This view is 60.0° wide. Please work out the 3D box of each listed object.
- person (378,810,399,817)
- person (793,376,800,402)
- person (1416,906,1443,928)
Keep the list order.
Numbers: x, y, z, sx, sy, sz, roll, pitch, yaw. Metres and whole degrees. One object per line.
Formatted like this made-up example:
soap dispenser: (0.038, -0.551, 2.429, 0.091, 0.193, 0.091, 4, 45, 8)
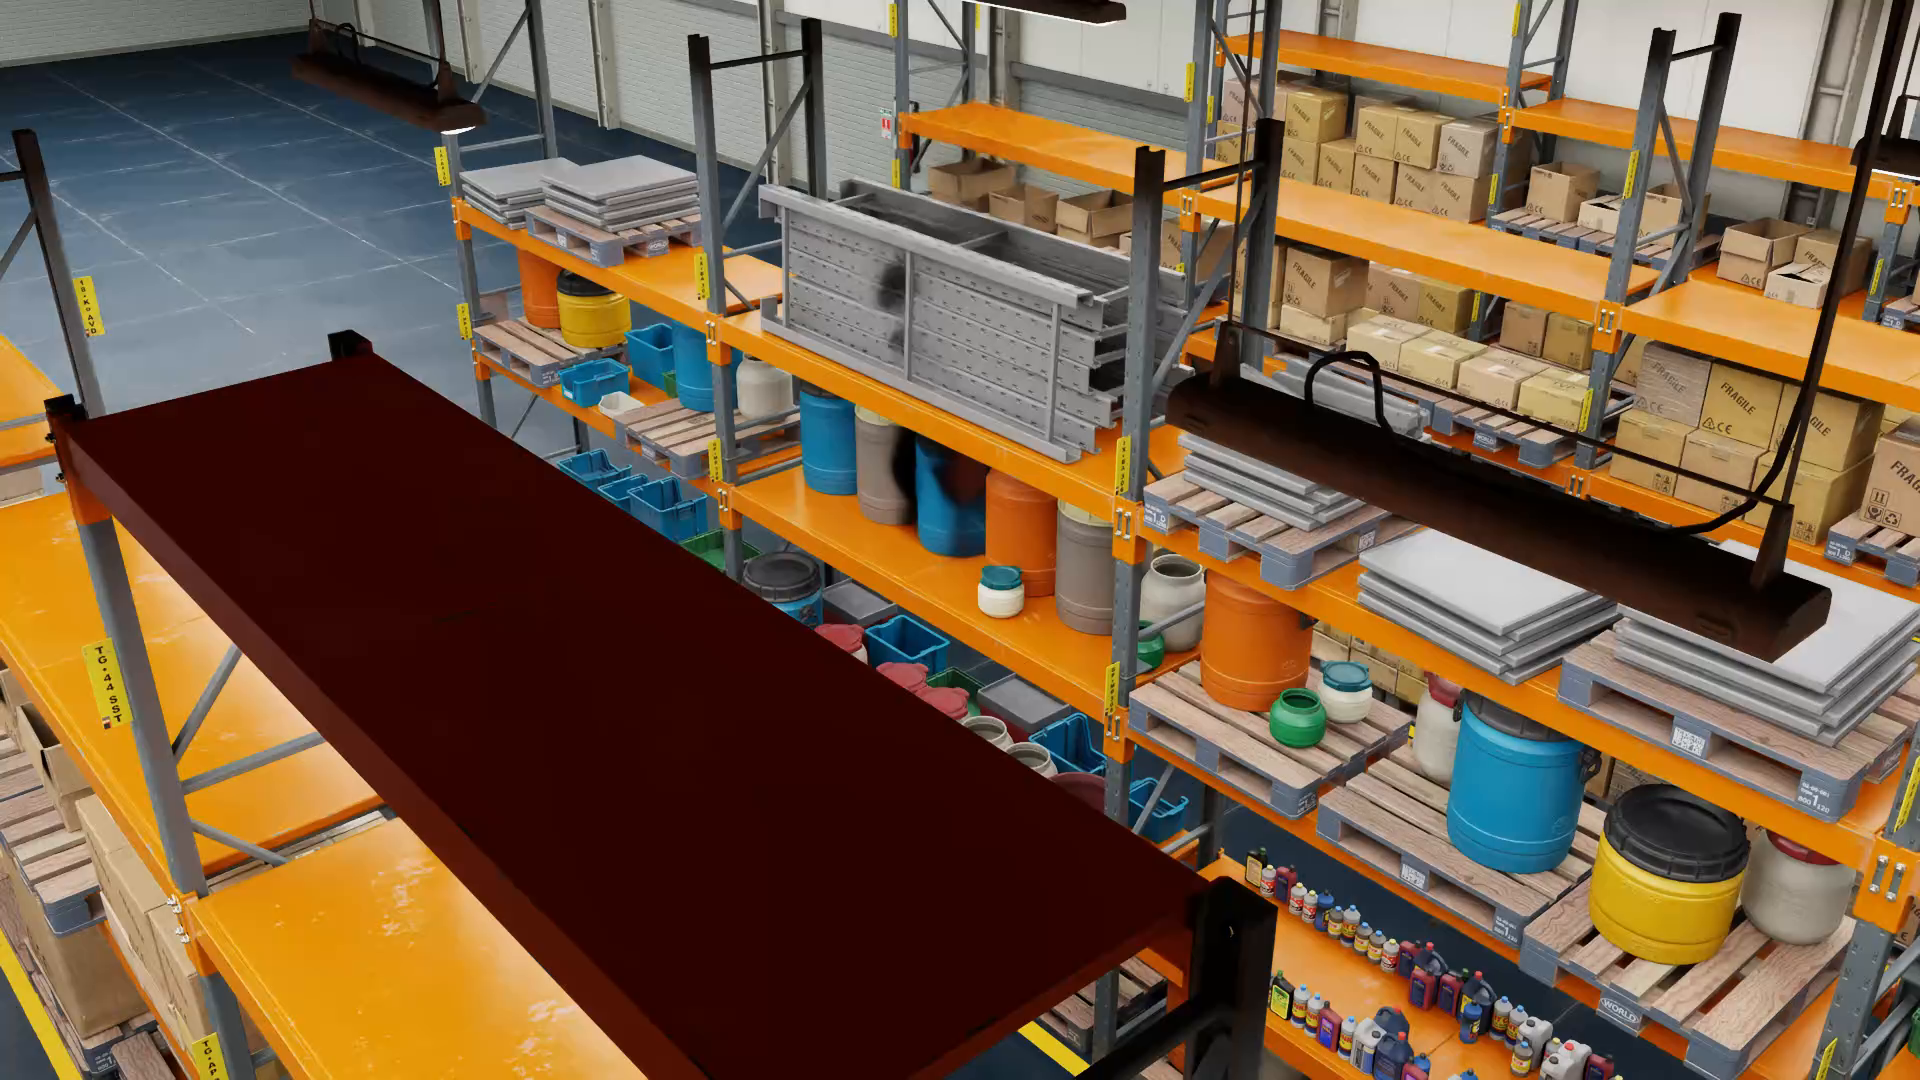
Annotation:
person: (-4.280, 1.550, 12.036, 0.714, 1.826, 0.649, 19, 33, 33)
person: (-1.781, -2.079, 19.916, 0.630, 1.615, 0.603, -4, 27, -7)
person: (3.292, 1.870, 11.395, 0.558, 1.756, 0.692, 21, 34, 35)
